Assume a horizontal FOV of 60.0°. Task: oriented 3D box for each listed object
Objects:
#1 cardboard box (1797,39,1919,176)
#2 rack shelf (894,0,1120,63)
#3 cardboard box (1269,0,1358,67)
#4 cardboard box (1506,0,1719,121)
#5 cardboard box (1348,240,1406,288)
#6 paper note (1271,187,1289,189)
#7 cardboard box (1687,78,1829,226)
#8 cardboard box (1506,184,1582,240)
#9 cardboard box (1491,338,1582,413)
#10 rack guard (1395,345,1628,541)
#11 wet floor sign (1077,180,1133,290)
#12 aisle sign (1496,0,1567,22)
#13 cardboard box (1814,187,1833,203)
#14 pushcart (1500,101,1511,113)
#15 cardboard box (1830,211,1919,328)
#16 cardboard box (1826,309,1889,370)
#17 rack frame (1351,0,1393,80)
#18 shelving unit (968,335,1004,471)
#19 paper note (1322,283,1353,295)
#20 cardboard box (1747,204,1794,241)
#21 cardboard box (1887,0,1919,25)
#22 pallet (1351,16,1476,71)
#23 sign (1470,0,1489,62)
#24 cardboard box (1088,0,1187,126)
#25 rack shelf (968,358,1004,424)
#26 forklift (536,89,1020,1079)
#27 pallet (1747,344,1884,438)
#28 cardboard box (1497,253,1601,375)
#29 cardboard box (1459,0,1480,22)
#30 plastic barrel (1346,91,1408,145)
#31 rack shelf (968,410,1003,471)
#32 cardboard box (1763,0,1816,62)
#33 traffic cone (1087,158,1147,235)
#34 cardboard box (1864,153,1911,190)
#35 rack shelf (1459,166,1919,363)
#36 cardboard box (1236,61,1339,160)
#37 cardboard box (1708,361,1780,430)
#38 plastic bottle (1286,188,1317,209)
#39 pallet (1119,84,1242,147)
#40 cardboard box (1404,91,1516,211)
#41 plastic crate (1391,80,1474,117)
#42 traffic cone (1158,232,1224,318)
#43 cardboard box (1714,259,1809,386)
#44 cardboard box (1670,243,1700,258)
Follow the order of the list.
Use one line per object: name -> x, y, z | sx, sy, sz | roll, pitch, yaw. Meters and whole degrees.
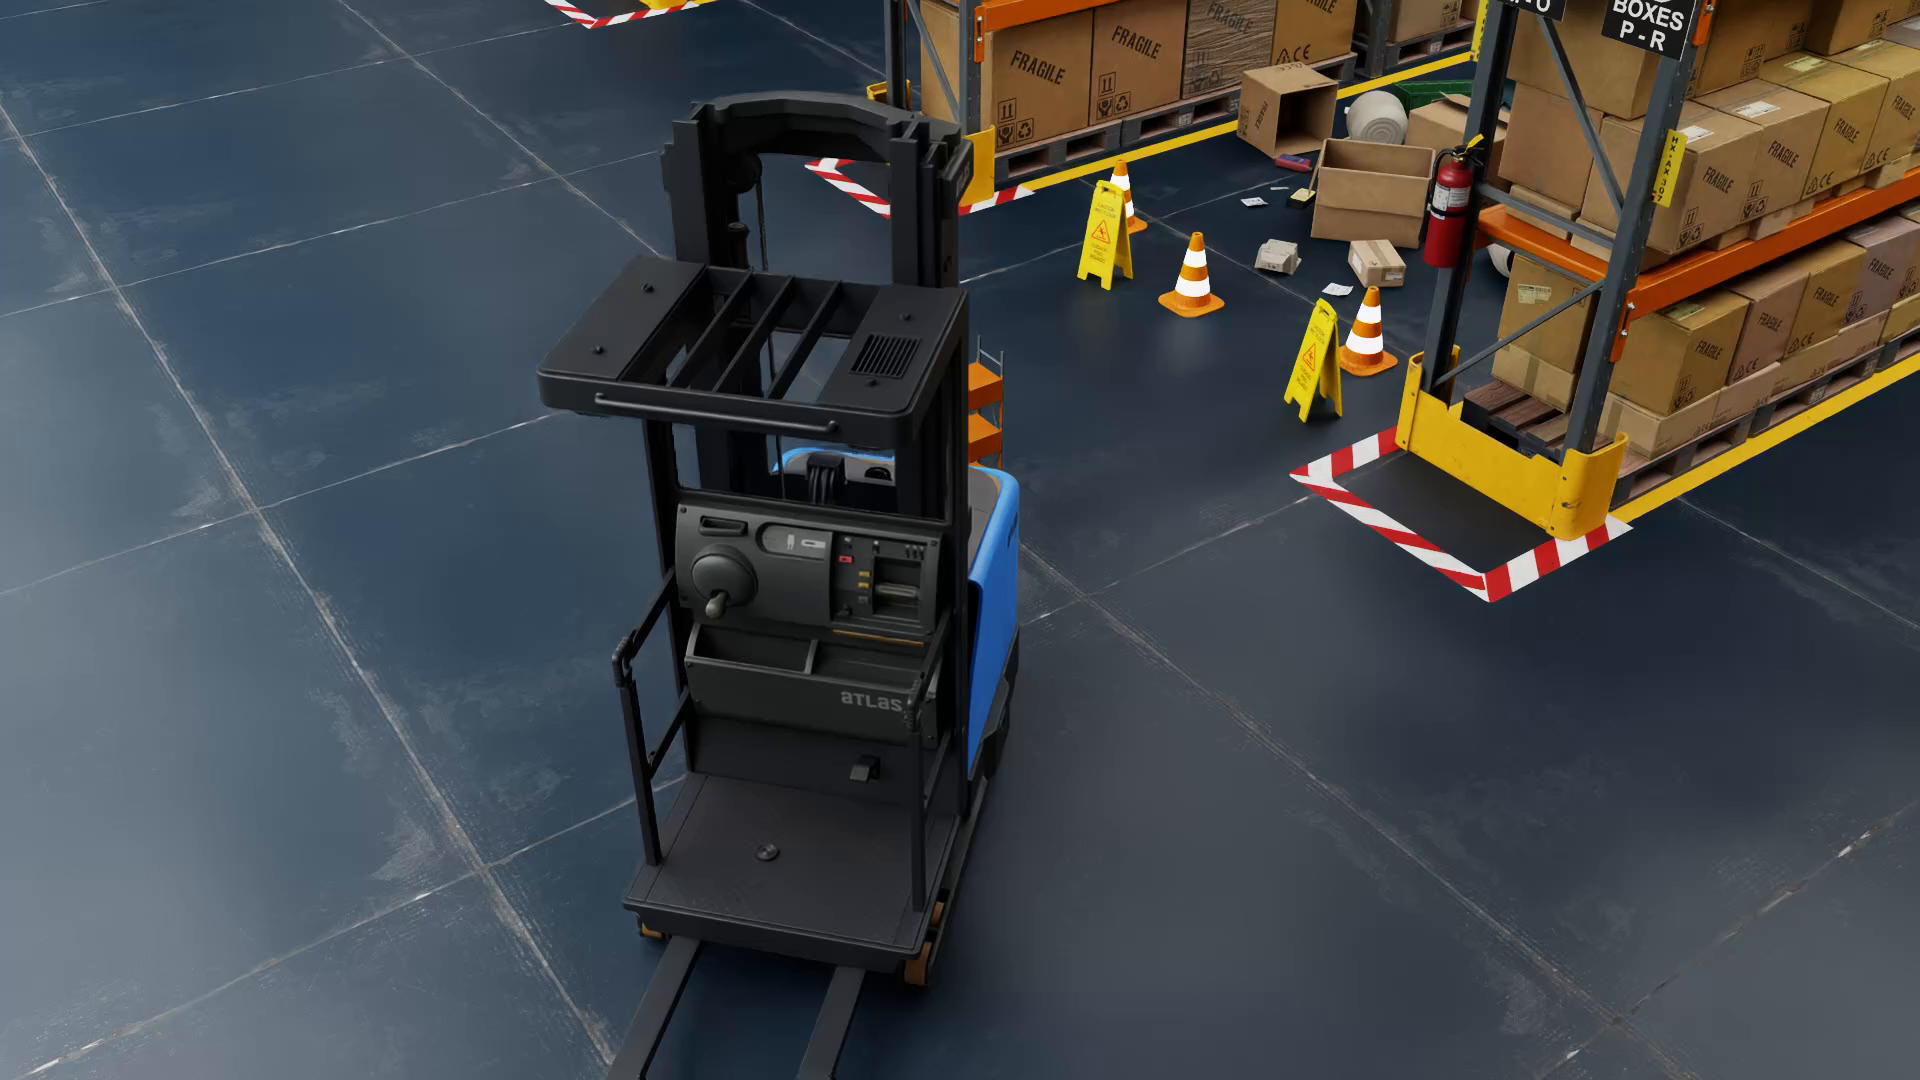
cardboard box -> 4.535, -2.220, 8.427 | 0.500, 0.500, 0.500 | -23, 42, -29
rack shelf -> 1.441, -4.218, 12.162 | 4.000, 0.370, 1.077 | -22, 41, -28
cardboard box -> 2.521, -4.313, 13.137 | 0.875, 0.875, 0.875 | -22, 41, -27
cardboard box -> 3.032, -2.352, 7.755 | 0.500, 0.500, 0.700 | -23, 42, -29
cardboard box -> 2.647, -1.756, 10.565 | 0.250, 0.149, 0.380 | -3, 36, -4
paper note -> 2.244, -2.470, 11.676 | 0.123, 0.001, 0.032 | -3, 36, -4
cardboard box -> 3.708, -1.873, 7.945 | 0.500, 0.500, 0.500 | -21, 41, -27
cardboard box -> 2.922, -1.635, 8.169 | 0.250, 0.149, 0.380 | -21, 41, -26
cardboard box -> 3.265, -0.972, 9.027 | 0.500, 0.250, 0.500 | -23, 41, -28
rack guard -> 2.802, -0.520, 8.544 | 0.348, 0.500, 1.175 | -22, 41, -28
wet floor sign -> 0.923, -1.927, 10.377 | 0.267, 0.644, 0.232 | 30, 45, 35
aisle sign -> 2.522, -2.682, 7.184 | 0.004, 0.787, 0.394 | -22, 41, -28
cardboard box -> 4.206, -1.849, 8.467 | 0.250, 0.149, 0.380 | -21, 41, -26
pushcart -> 4.655, -2.861, 11.905 | 1.648, 0.377, 0.936 | 22, 41, 28
cardboard box -> 4.849, -1.542, 9.178 | 0.500, 0.500, 0.500 | -20, 40, -26
cardboard box -> 4.833, -1.229, 9.385 | 0.500, 0.250, 0.500 | -22, 41, -27
rack frame -> 3.075, -5.183, 12.887 | 0.127, 3.000, 1.000 | -22, 41, -28
shelving unit -> 0.044, -0.444, 7.968 | 0.252, 1.050, 0.215 | -22, 41, -28
paper note -> 2.366, -1.572, 10.409 | 0.148, 0.019, 0.142 | 22, 41, 28
cardboard box -> 3.833, -1.628, 8.160 | 0.250, 0.149, 0.380 | -22, 41, -27
cardboard box -> 4.669, -3.060, 8.739 | 0.500, 0.500, 0.700 | -23, 42, -29
pallet -> 3.663, -4.346, 14.112 | 1.213, 0.211, 1.003 | -22, 41, -28
sign -> 2.437, -2.379, 7.726 | 0.005, 0.325, 0.100 | -22, 41, -28
cardboard box -> 1.040, -3.702, 12.288 | 0.875, 0.875, 0.875 | -23, 42, -29
rack shelf -> 0.044, -0.666, 7.809 | 0.240, 0.259, 0.215 | -22, 41, -28
forklift -> -0.568, 0.175, 5.496 | 1.130, 2.935, 3.031 | 8, 36, 10
pallet -> 4.483, -1.067, 9.553 | 1.213, 0.211, 1.003 | -22, 41, -28
cardboard box -> 3.245, -1.262, 8.788 | 0.500, 0.500, 0.500 | -22, 41, -28
cardboard box -> 4.322, -5.014, 14.220 | 0.750, 0.750, 1.050 | -22, 41, -28
plastic barrel -> 3.032, -3.023, 12.091 | 0.421, 0.421, 0.512 | 3, 36, 4
rack shelf -> 0.044, -0.436, 7.975 | 0.240, 0.259, 0.215 | -22, 41, -28
cardboard box -> 3.807, -2.740, 8.293 | 0.500, 0.500, 0.700 | -23, 42, -28
traffic cone -> 1.058, -2.308, 11.063 | 0.334, 0.463, 0.336 | -22, 41, -28
cardboard box -> 4.678, -1.980, 8.649 | 0.250, 0.149, 0.380 | -22, 41, -28
rack shelf -> 4.375, -1.890, 8.924 | 4.000, 0.370, 1.077 | -22, 41, -28
cardboard box -> 2.398, -3.157, 12.209 | 0.500, 0.500, 0.500 | -15, 38, -20
cardboard box -> 3.980, -0.871, 8.887 | 0.500, 0.250, 0.500 | -21, 41, -26
plastic bottle -> 2.377, -2.373, 11.497 | 0.133, 0.061, 0.283 | 22, 41, 28
pallet -> 1.411, -3.420, 12.824 | 1.213, 0.211, 1.003 | -22, 41, -28
cardboard box -> 3.477, -2.668, 11.413 | 0.503, 0.637, 0.797 | -22, 41, -28
plastic crate -> 3.688, -3.381, 12.741 | 0.662, 0.188, 0.450 | -3, 26, -4
traffic cone -> 1.431, -1.655, 10.155 | 0.334, 0.463, 0.336 | -22, 41, -28
cardboard box -> 4.003, -1.193, 8.693 | 0.500, 0.500, 0.500 | -24, 42, -29
cardboard box -> 3.335, -1.514, 8.002 | 0.250, 0.149, 0.380 | -22, 41, -27
